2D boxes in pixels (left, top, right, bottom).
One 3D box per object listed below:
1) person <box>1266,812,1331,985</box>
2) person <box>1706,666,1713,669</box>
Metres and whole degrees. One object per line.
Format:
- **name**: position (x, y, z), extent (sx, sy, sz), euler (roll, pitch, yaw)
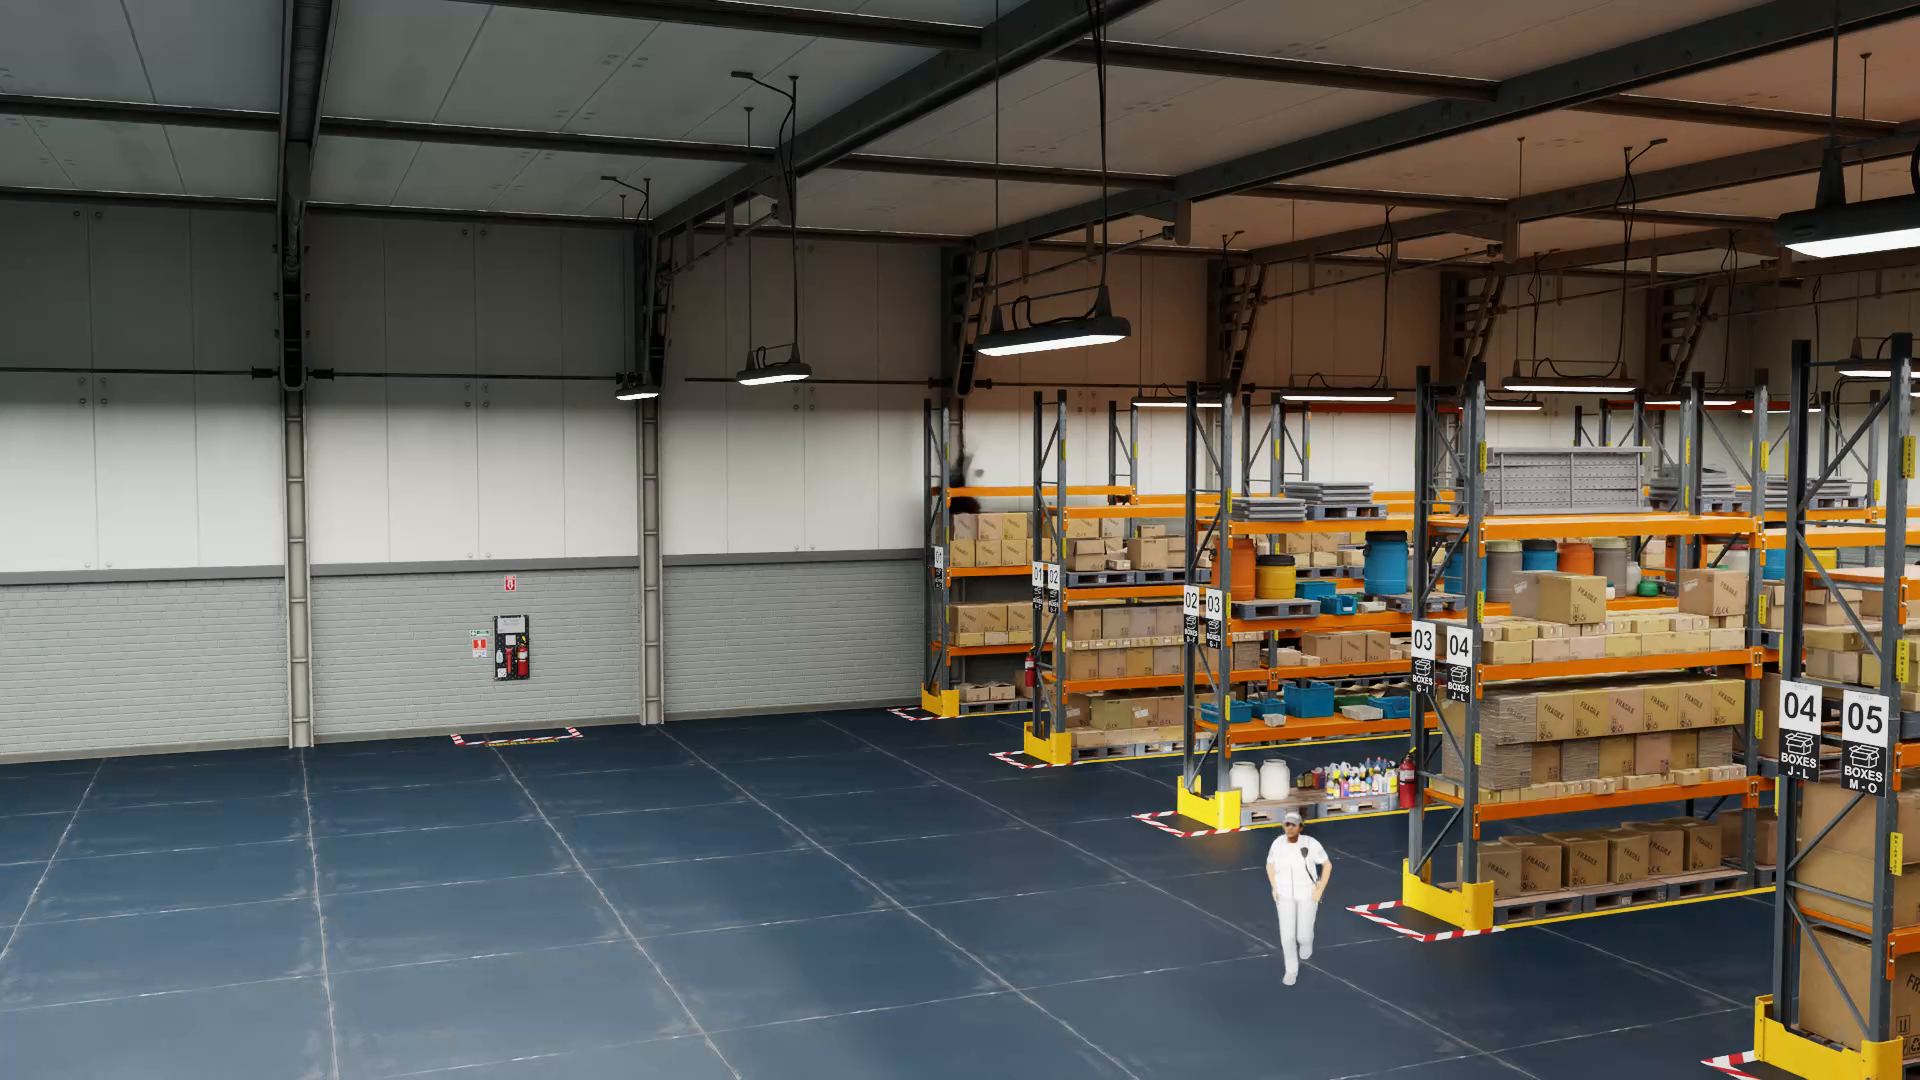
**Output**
- **person**: position (3.262, 3.419, 16.026), extent (0.615, 1.653, 0.621), euler (1, 4, 23)
- **person**: position (13.748, 2.546, 29.955), extent (0.589, 1.721, 0.702), euler (-3, 4, -37)
